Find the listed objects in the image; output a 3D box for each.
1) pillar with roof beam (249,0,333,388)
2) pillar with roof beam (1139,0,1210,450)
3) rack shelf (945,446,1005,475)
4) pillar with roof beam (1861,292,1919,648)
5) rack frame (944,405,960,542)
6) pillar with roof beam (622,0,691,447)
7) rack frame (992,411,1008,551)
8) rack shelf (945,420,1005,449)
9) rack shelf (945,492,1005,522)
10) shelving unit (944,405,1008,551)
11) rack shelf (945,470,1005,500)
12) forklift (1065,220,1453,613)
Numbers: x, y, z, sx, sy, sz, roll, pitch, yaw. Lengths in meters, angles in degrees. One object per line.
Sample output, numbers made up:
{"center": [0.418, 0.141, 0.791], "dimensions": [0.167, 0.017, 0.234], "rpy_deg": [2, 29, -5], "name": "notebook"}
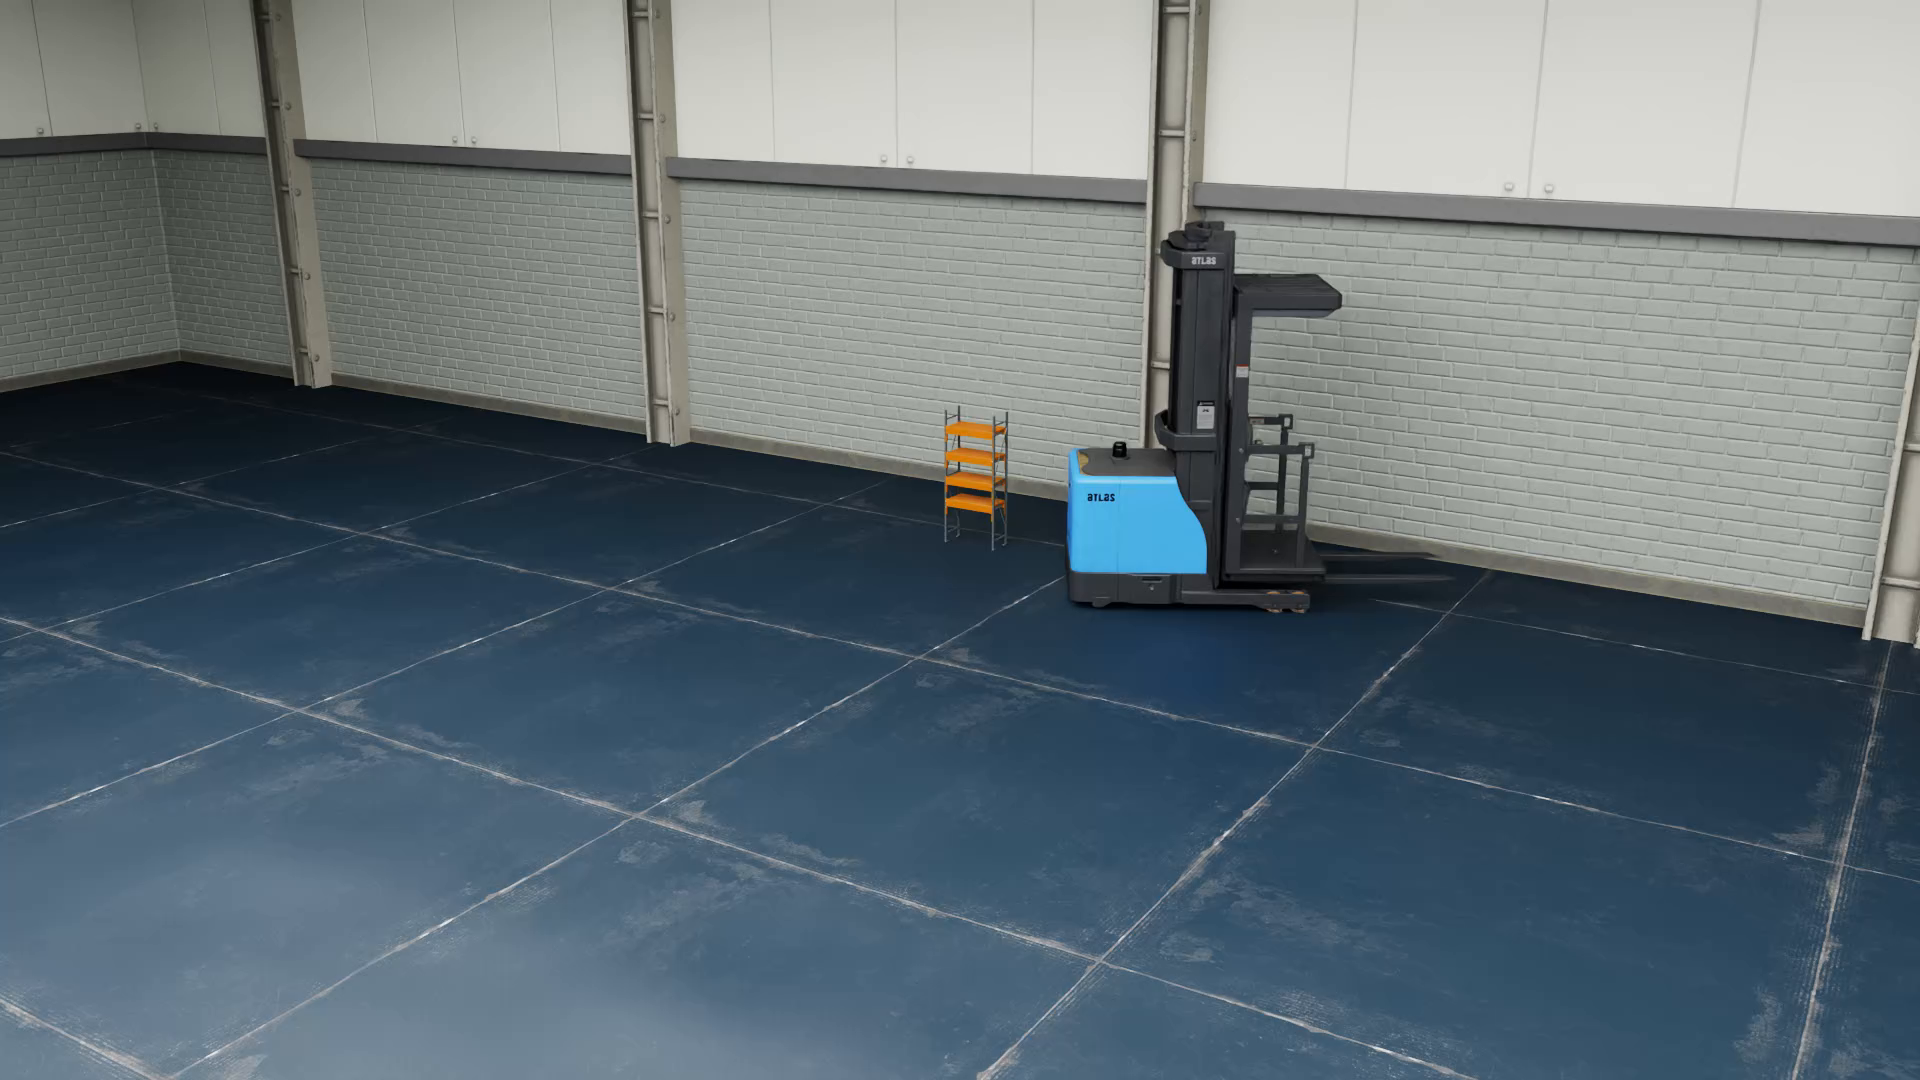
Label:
{"center": [-10.595, -5.245, 16.666], "dimensions": [0.400, 9.000, 9.100], "rpy_deg": [10, 20, 30], "name": "pillar with roof beam"}
{"center": [-0.369, -3.420, 10.657], "dimensions": [0.400, 9.000, 9.100], "rpy_deg": [10, 20, 30], "name": "pillar with roof beam"}
{"center": [0.141, -0.699, 14.578], "dimensions": [0.480, 0.148, 0.258], "rpy_deg": [10, 20, 30], "name": "rack shelf"}
{"center": [4.744, -2.507, 7.652], "dimensions": [0.400, 9.000, 9.100], "rpy_deg": [10, 20, 30], "name": "pillar with roof beam"}
{"center": [-0.067, -0.586, 14.746], "dimensions": [0.015, 1.200, 0.240], "rpy_deg": [10, 20, 30], "name": "rack frame"}
{"center": [-5.482, -4.332, 13.661], "dimensions": [0.400, 9.000, 9.100], "rpy_deg": [10, 20, 30], "name": "pillar with roof beam"}
{"center": [0.349, -0.512, 14.502], "dimensions": [0.015, 1.200, 0.240], "rpy_deg": [10, 20, 30], "name": "rack frame"}
{"center": [0.141, -0.925, 14.510], "dimensions": [0.480, 0.148, 0.258], "rpy_deg": [10, 20, 30], "name": "rack shelf"}
{"center": [0.141, -0.295, 14.701], "dimensions": [0.480, 0.148, 0.258], "rpy_deg": [10, 20, 30], "name": "rack shelf"}
{"center": [0.141, -0.549, 14.624], "dimensions": [0.503, 1.200, 0.258], "rpy_deg": [10, 20, 30], "name": "shelving unit"}
{"center": [0.141, -0.485, 14.643], "dimensions": [0.480, 0.148, 0.258], "rpy_deg": [10, 20, 30], "name": "rack shelf"}
{"center": [2.384, -0.989, 13.095], "dimensions": [3.031, 2.935, 1.130], "rpy_deg": [0, 17, 1], "name": "forklift"}
